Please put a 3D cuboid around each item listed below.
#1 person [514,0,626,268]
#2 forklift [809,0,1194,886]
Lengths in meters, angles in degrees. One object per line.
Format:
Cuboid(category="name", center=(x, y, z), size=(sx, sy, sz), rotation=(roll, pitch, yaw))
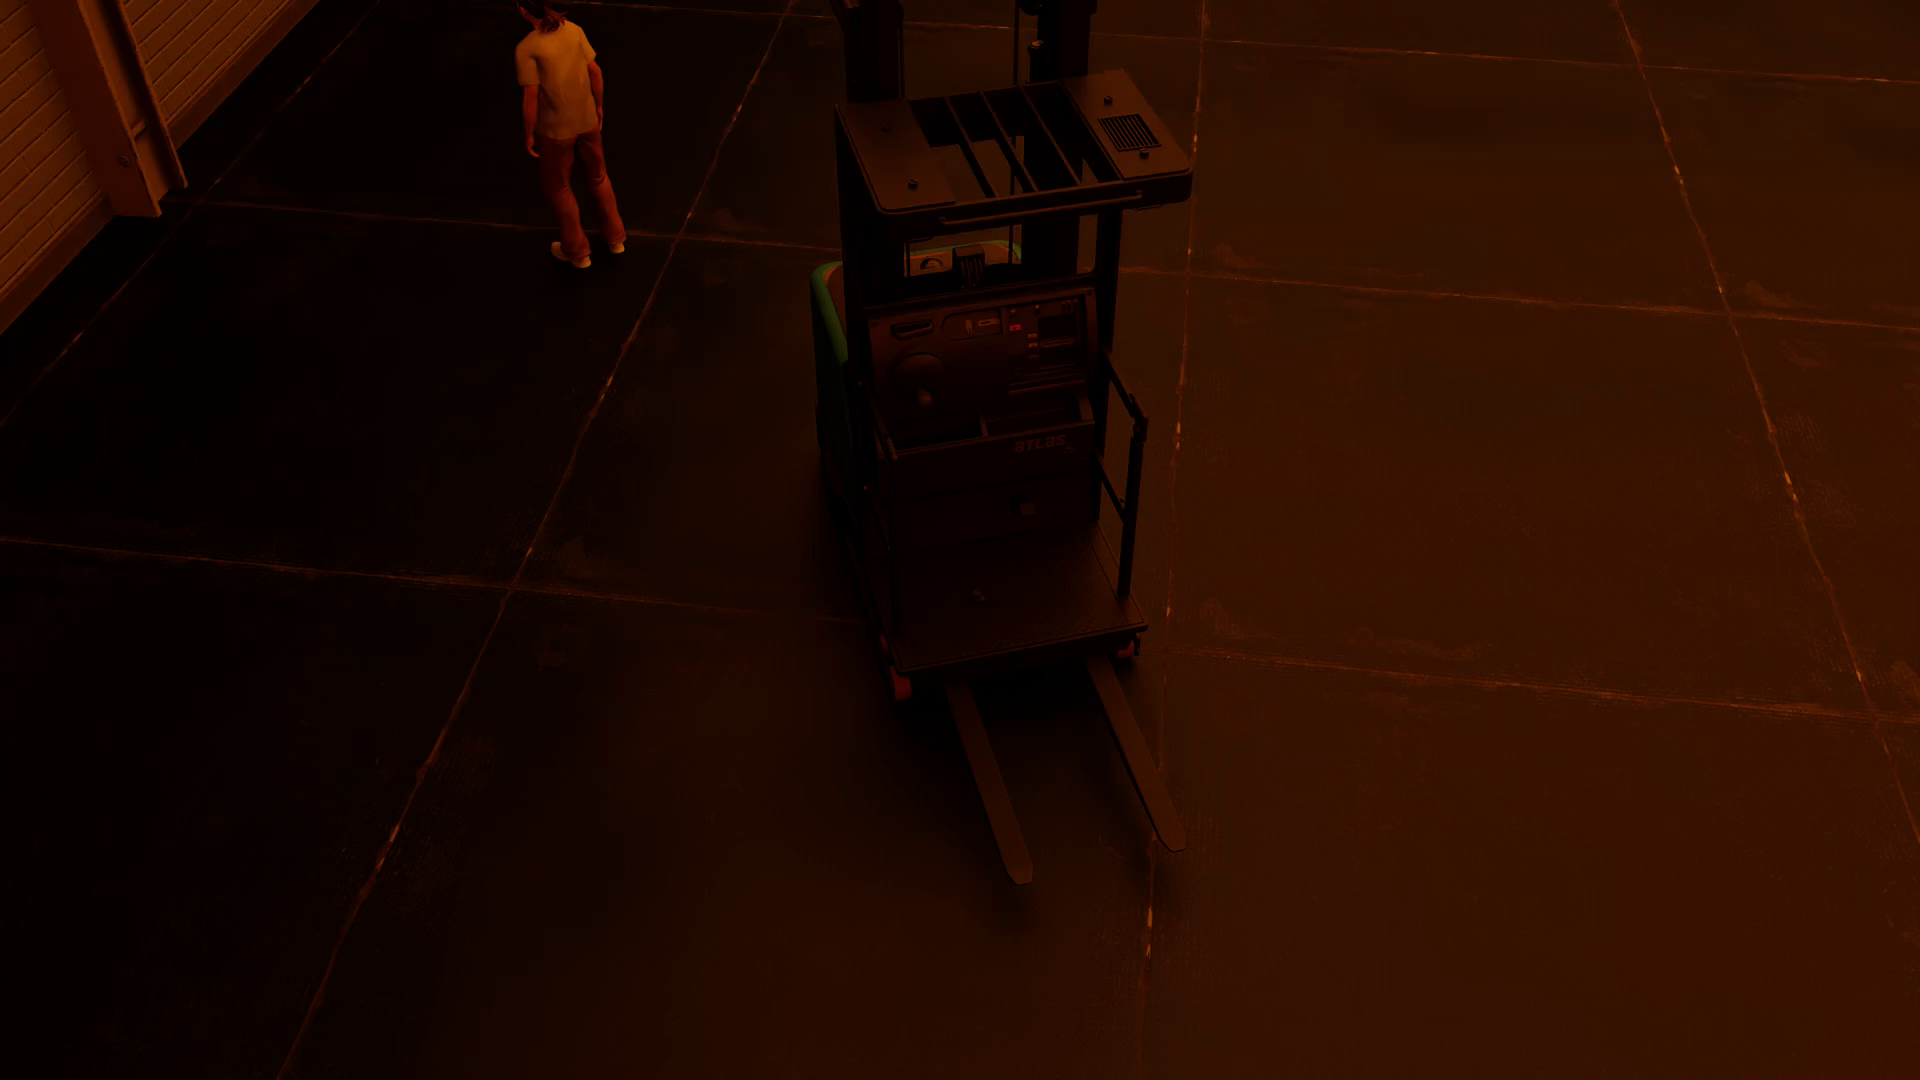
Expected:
Cuboid(category="person", center=(-2.172, -2.281, 9.139), size=(0.521, 1.672, 0.360), rotation=(-32, 51, -30))
Cuboid(category="forklift", center=(0.153, -0.681, 6.465), size=(1.130, 2.935, 3.031), rotation=(-10, 44, -11))
